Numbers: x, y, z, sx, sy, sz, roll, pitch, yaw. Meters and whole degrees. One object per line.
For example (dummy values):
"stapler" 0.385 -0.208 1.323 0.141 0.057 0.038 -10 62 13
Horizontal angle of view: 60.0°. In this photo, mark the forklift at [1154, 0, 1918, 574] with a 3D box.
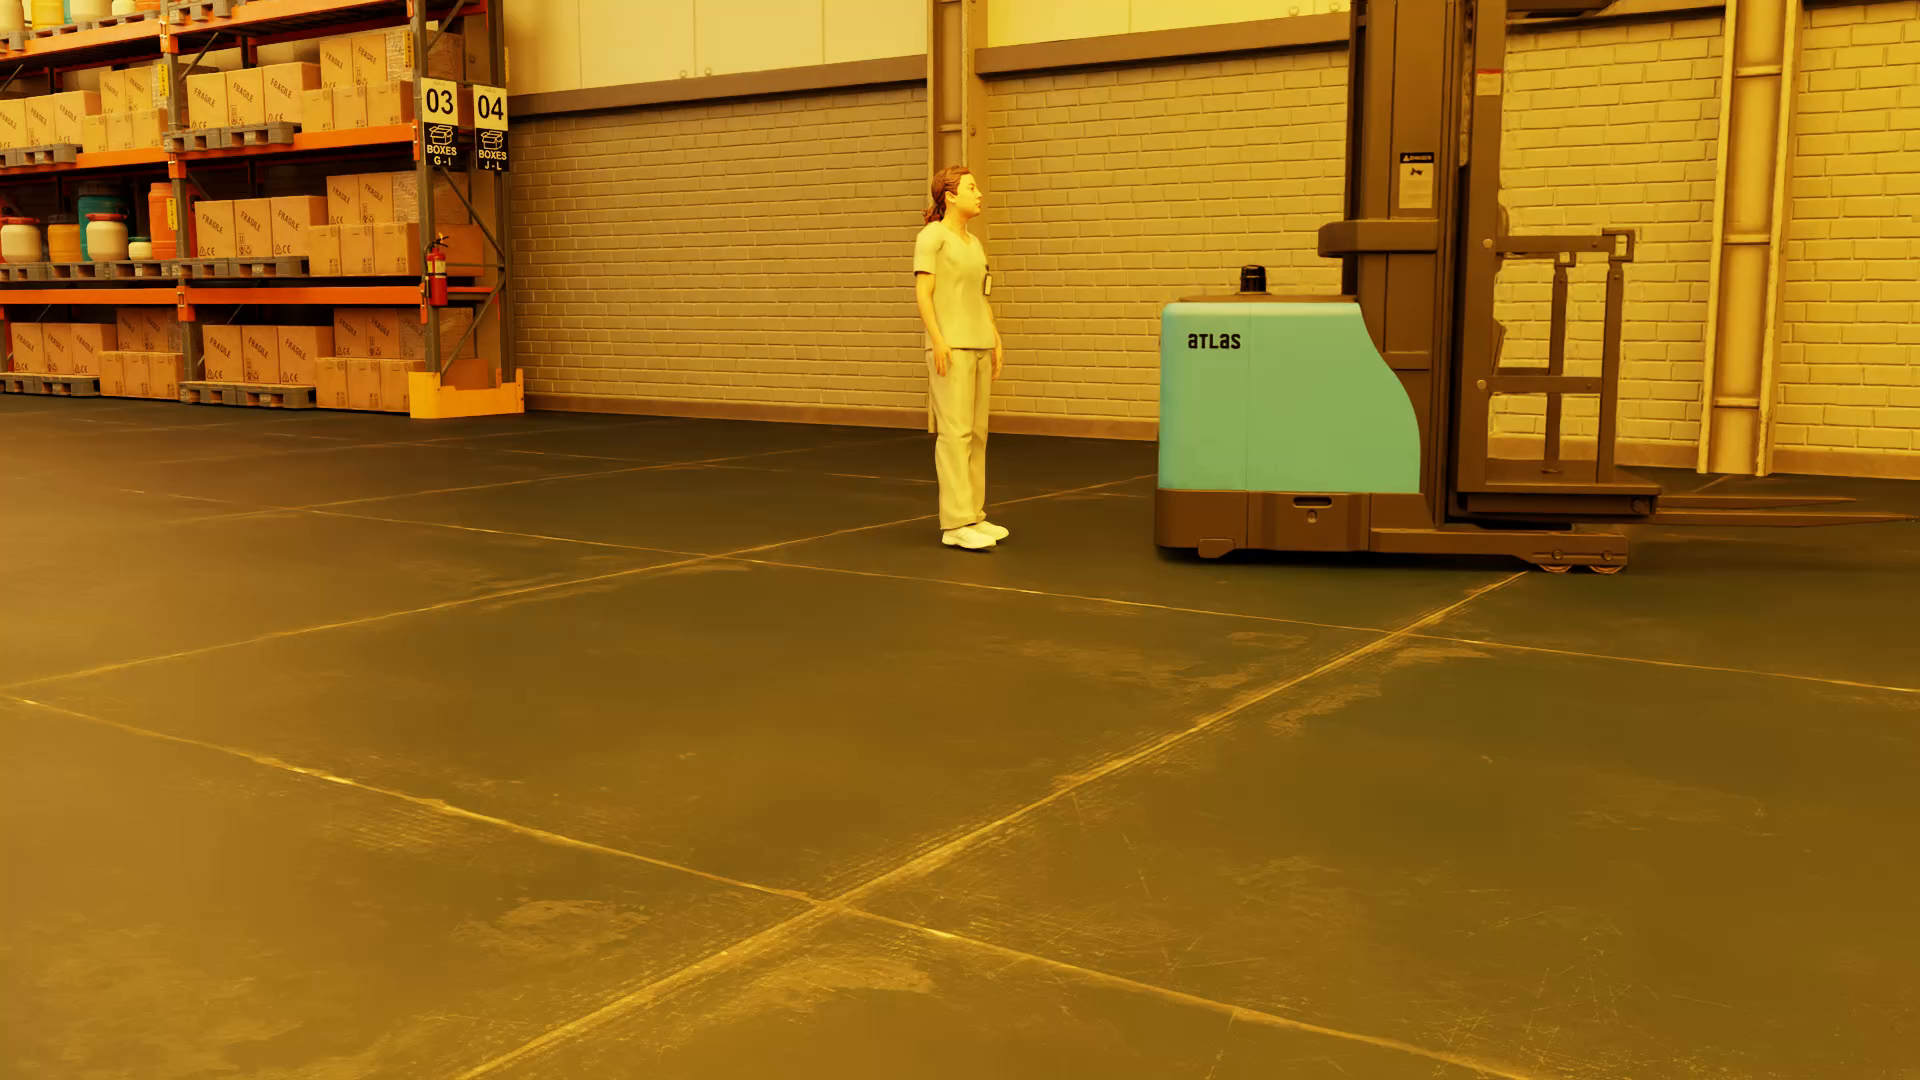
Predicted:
"forklift" 2.374 -1.394 6.996 3.031 2.935 1.130 1 8 8

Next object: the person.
"person" 0.054 -0.829 7.433 0.549 1.675 0.550 5 10 34
